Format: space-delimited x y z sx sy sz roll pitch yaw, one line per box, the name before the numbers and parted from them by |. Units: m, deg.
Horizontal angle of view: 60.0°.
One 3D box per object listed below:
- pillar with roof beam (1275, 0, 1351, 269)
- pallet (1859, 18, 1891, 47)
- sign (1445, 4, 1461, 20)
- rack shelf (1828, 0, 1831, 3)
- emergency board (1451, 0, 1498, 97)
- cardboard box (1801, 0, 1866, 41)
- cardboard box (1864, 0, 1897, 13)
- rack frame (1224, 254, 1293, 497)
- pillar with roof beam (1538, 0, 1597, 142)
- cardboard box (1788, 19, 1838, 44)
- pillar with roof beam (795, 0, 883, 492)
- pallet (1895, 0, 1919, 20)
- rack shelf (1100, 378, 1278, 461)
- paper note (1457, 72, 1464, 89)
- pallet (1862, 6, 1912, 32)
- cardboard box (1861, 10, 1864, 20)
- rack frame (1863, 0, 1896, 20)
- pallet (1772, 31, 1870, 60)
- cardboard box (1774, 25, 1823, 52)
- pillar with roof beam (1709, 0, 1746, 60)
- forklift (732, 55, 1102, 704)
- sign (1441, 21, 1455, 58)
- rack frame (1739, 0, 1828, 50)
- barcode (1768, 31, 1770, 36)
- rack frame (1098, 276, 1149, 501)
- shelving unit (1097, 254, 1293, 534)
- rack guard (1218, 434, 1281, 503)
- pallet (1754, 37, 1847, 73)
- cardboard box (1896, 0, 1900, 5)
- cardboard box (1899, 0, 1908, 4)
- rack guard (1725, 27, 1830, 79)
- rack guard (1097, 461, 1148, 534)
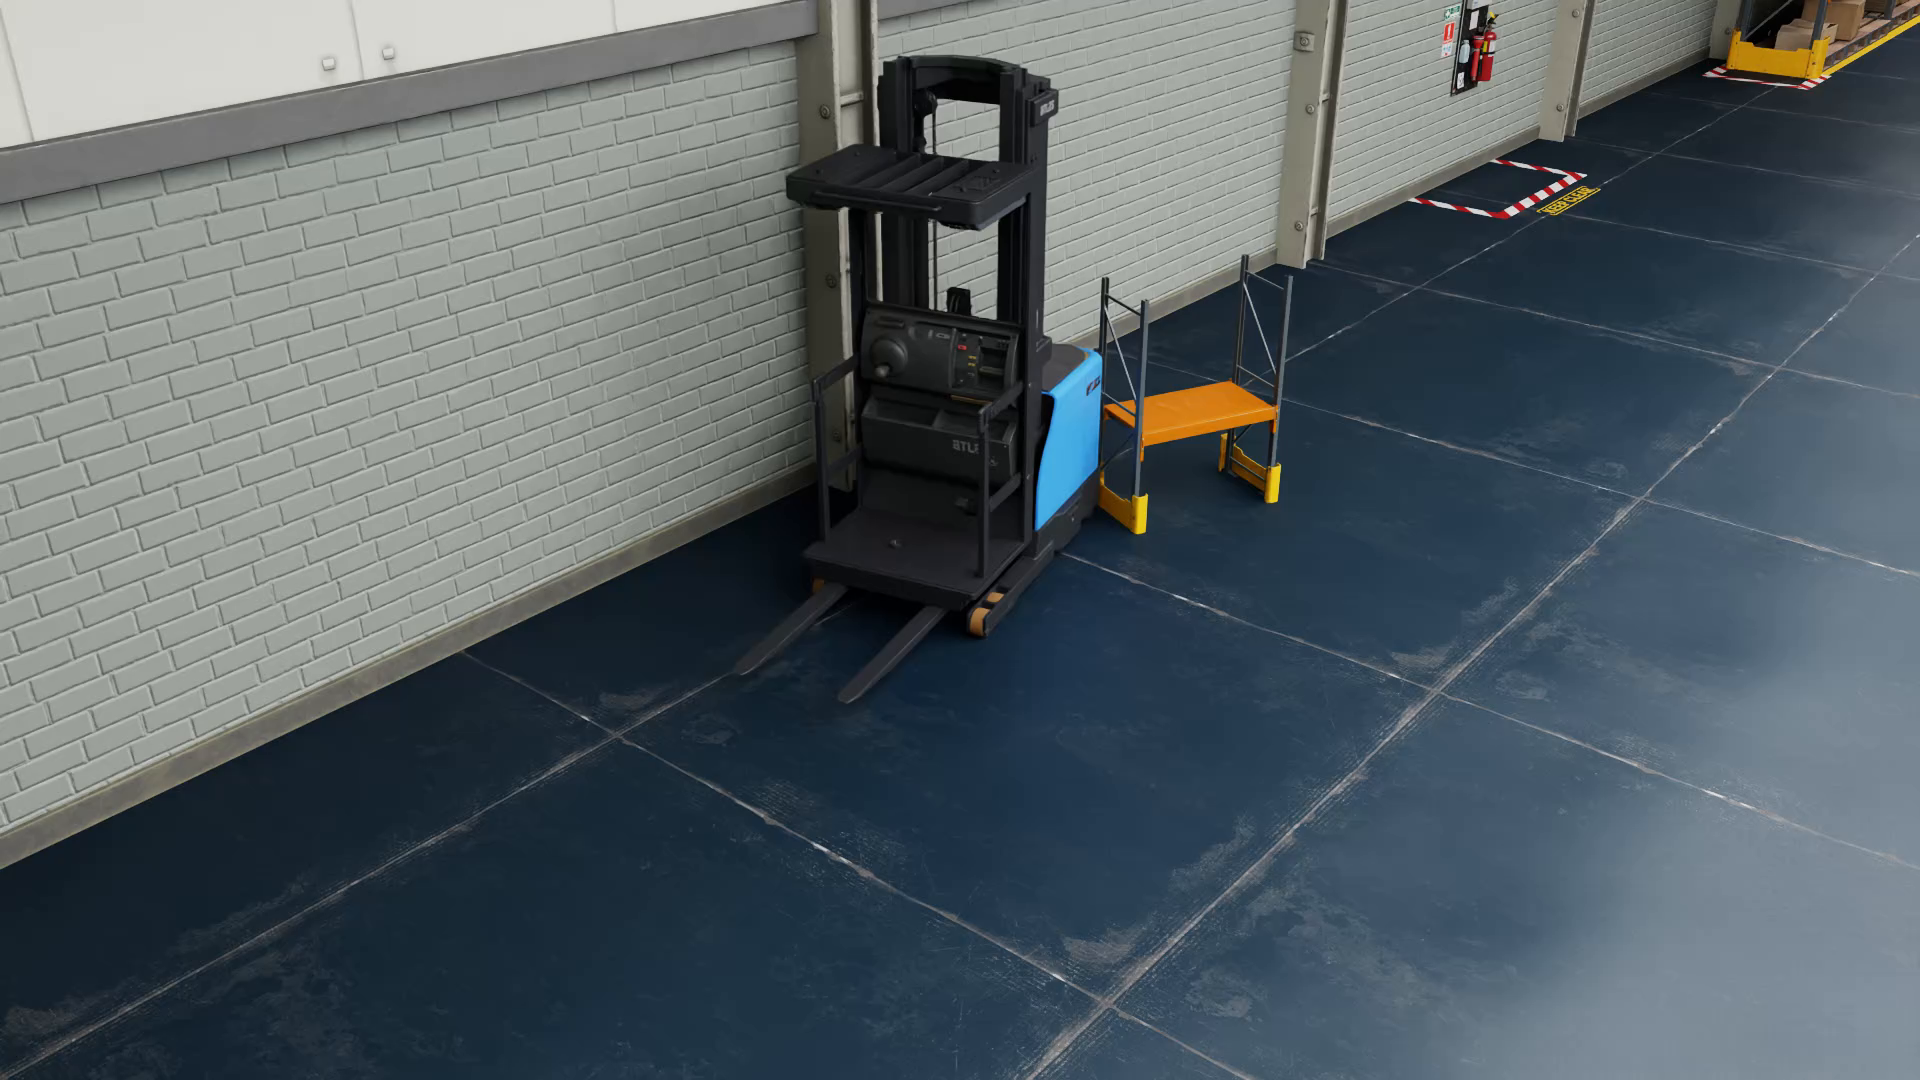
pillar with roof beam | 6.413 -5.293 10.688 9.100 9.000 0.400 21 34 34
pallet | 13.091 -7.571 24.656 1.003 0.211 1.213 21 34 34
sign | 4.885 -5.233 16.486 0.001 0.109 0.331 21 34 34
rack shelf | 12.218 -8.030 23.290 1.077 0.370 4.000 21 34 34
emergency board | 5.306 -5.149 16.938 0.194 1.169 0.643 21 34 34
cardboard box | 12.324 -7.392 23.516 0.700 0.500 0.500 18 33 31
cardboard box | 13.946 -8.409 25.482 0.700 0.500 0.500 22 35 36
rack frame | 1.894 -1.030 10.609 0.032 1.500 0.500 -13 30 -23
pillar with roof beam | 10.229 -7.420 14.800 9.100 9.000 0.400 21 34 34
cardboard box | 11.818 -7.062 23.085 0.500 0.311 0.500 24 36 38
pillar with roof beam | 2.597 -3.166 6.575 9.100 9.000 0.400 21 34 34
pallet | 14.760 -8.531 26.510 1.003 0.211 1.213 21 34 34
rack shelf | 1.437 -0.768 10.493 1.000 0.185 0.538 -13 30 -23
paper note | 5.140 -4.715 17.058 0.016 0.148 0.142 21 34 34
pallet | 13.985 -8.096 25.670 1.003 0.211 1.213 21 34 34
cardboard box | 13.173 -7.797 24.662 0.380 0.166 0.250 16 31 28
rack frame | 13.490 -9.058 24.495 1.000 3.000 0.127 21 34 34
pallet | 12.315 -7.137 23.816 1.003 0.211 1.213 21 34 34
cardboard box | 11.456 -6.860 22.694 0.500 0.311 0.500 17 32 29
pillar with roof beam | 14.046 -9.547 18.912 9.100 9.000 0.400 21 34 34
forklift | -0.207 -0.991 8.977 1.130 2.935 3.031 12 30 22
sign | 4.875 -4.999 16.609 0.001 0.329 0.234 21 34 34
rack frame | 10.946 -7.640 21.754 1.000 3.000 0.127 21 34 34
barcode | 11.159 -6.988 22.930 0.001 0.075 0.075 21 34 34
rack frame | 0.980 -0.825 10.213 0.032 1.500 0.500 -13 30 -23
shelving unit | 1.445 -0.929 10.414 1.083 1.500 0.587 -13 30 -23
rack guard | 1.893 -0.475 10.895 0.087 0.250 0.587 -13 30 -23
pallet | 11.539 -6.706 22.984 1.003 0.211 1.213 21 34 34
cardboard box | 14.236 -8.607 25.865 0.700 0.500 0.500 20 33 33
cardboard box | 14.591 -8.776 26.192 0.700 0.500 0.500 21 34 35
rack guard | 10.995 -6.557 22.380 1.175 0.500 0.348 21 34 34
rack guard | 0.998 -0.274 10.508 0.087 0.250 0.587 -13 30 -23
